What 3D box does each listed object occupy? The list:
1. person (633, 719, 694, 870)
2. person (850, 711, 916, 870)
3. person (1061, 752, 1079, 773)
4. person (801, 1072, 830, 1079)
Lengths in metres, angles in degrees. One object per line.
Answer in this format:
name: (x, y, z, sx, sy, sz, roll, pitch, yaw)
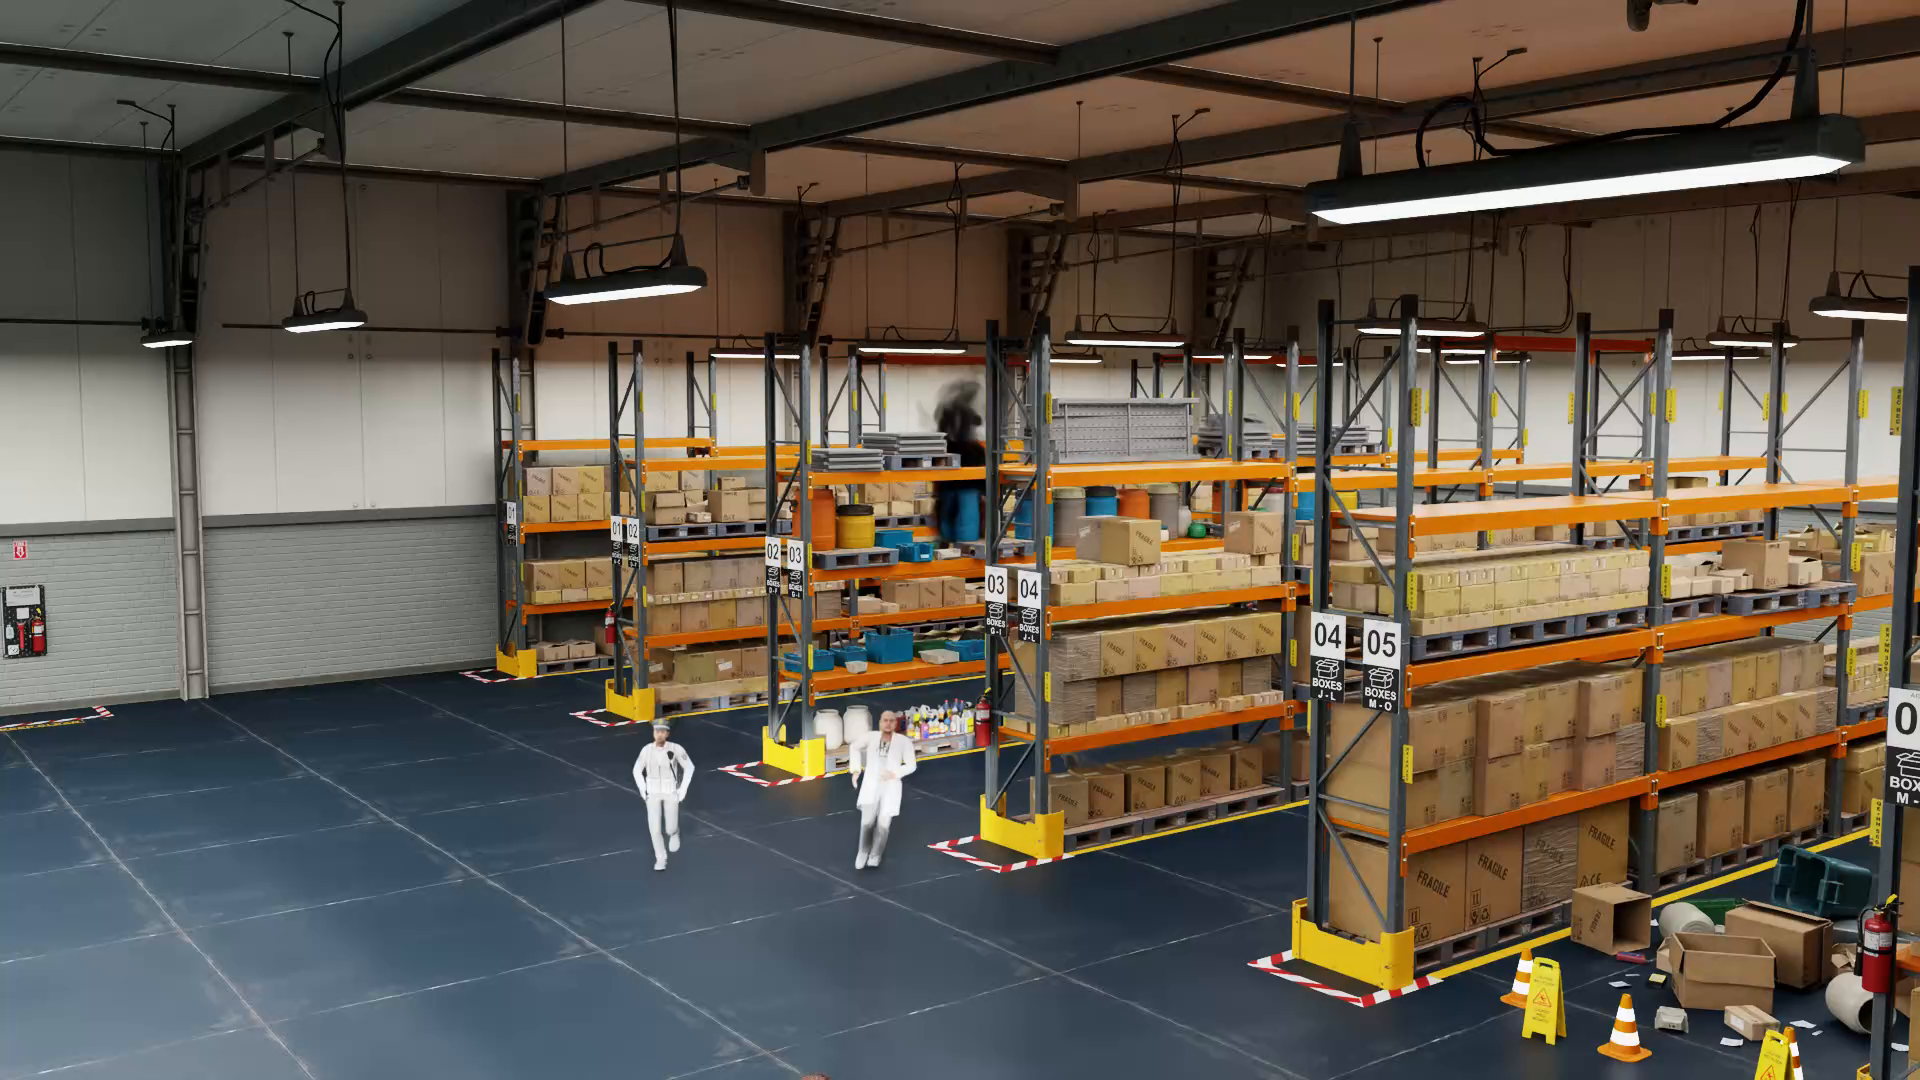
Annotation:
person: (-3.241, 2.742, 18.182, 0.667, 1.643, 0.585, 0, 5, -2)
person: (-0.833, 2.712, 18.013, 0.716, 1.735, 0.637, 0, 5, -3)
person: (1.409, 2.429, 21.658, 0.558, 1.728, 0.654, 4, 7, 41)
person: (-0.716, 3.593, 8.604, 0.576, 1.714, 0.705, 0, 5, 3)
